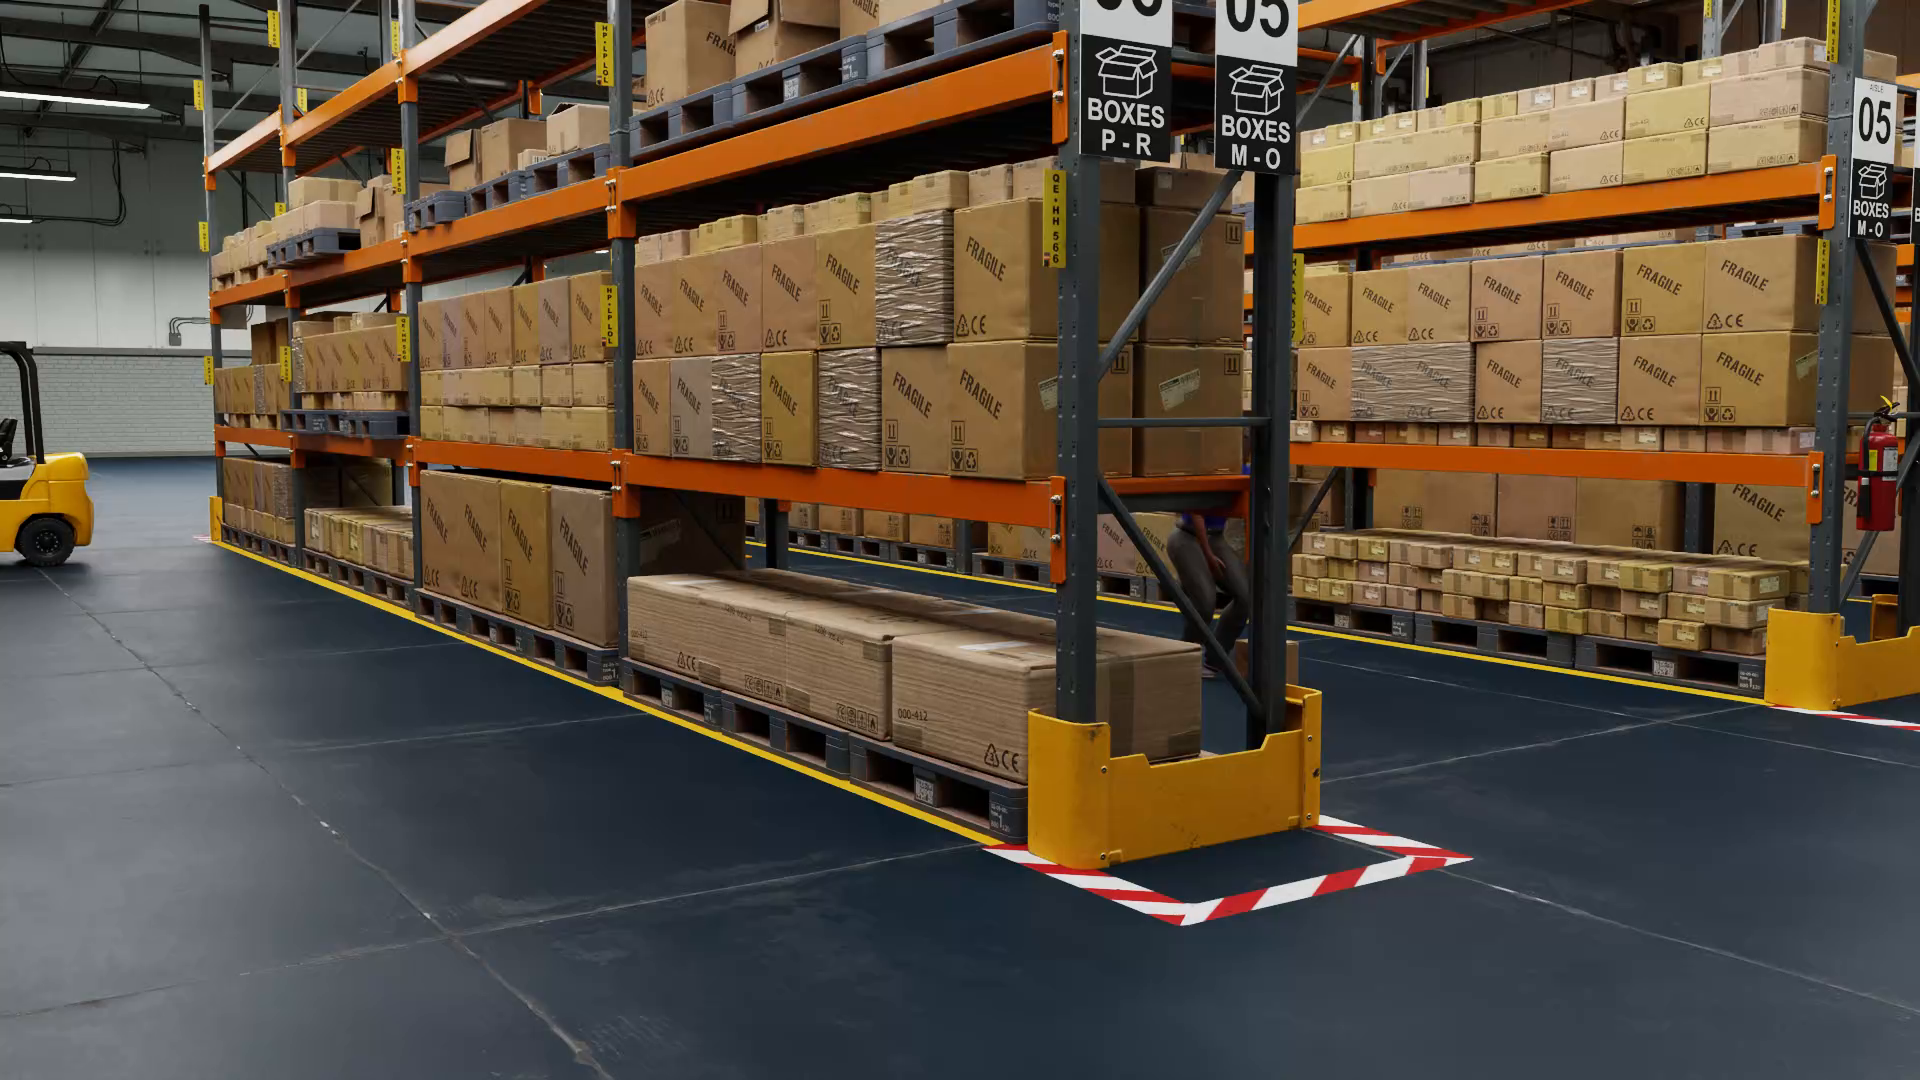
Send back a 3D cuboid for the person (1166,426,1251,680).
[{"bbox_3d":[1.494,0.059,9.645,0.490,1.465,0.555,-3,6,-33],"label":"person"}]
